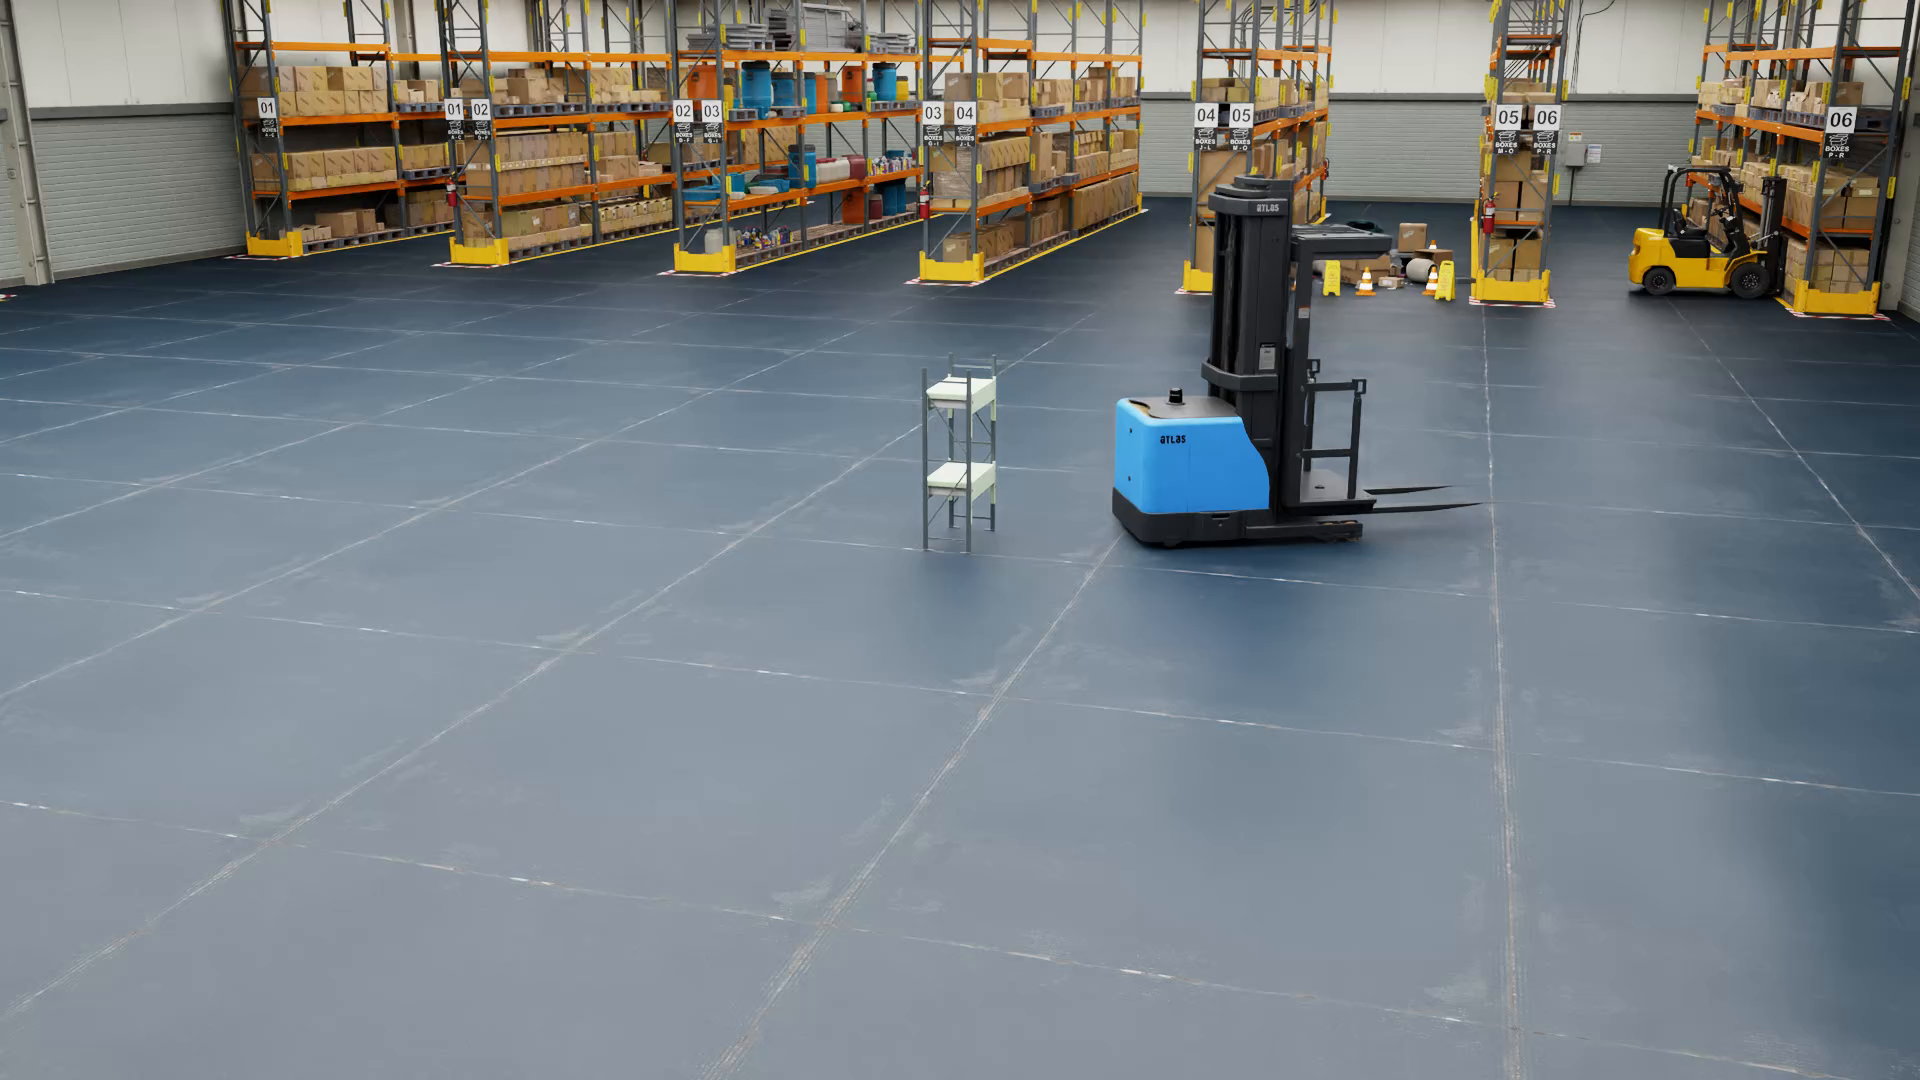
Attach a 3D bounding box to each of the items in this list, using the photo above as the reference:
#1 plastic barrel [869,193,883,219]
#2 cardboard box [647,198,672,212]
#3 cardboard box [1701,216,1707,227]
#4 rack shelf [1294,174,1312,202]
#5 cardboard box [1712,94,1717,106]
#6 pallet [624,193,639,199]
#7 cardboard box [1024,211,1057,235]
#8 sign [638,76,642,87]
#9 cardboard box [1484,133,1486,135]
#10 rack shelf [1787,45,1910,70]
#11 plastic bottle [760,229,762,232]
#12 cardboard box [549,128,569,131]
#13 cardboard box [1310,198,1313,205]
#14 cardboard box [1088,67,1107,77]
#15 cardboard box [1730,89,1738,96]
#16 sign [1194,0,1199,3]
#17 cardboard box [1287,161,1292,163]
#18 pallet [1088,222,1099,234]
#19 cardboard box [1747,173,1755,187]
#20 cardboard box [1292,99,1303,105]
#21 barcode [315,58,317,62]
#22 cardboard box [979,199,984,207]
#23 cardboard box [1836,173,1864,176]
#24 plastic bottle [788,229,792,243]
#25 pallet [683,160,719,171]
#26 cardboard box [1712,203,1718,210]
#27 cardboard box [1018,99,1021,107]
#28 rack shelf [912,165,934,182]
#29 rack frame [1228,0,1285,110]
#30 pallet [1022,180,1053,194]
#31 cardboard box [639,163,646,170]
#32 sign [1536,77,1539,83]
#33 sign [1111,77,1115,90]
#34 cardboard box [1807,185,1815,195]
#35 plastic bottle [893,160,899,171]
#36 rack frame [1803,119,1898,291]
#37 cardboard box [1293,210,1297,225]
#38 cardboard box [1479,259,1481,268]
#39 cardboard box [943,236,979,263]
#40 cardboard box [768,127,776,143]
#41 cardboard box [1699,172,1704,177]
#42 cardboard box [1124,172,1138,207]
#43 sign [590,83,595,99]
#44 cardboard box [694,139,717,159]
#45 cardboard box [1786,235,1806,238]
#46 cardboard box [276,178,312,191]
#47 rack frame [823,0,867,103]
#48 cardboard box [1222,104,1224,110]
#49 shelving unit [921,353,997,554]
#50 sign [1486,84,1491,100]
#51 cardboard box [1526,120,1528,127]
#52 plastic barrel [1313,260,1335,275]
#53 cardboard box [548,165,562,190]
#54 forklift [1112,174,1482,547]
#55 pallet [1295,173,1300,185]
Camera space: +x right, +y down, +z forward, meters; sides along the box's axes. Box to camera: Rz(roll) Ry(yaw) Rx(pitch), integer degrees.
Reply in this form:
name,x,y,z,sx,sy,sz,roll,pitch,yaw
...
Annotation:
name,x,y,z,sx,sy,sz,roll,pitch,yaw
plastic barrel,-2.209,-8.220,40.961,0.600,0.588,0.708,5,16,16
cardboard box,-7.313,-8.131,40.240,0.500,0.311,0.500,5,17,17
cardboard box,17.473,-7.411,38.703,0.396,0.266,0.258,5,17,18
rack shelf,7.391,-8.135,38.331,1.077,0.370,4.000,5,16,16
cardboard box,17.529,-10.059,38.030,0.500,0.250,0.500,4,16,14
pallet,-10.030,-10.057,48.901,1.003,0.211,1.213,5,16,16
cardboard box,1.780,-7.055,36.980,0.700,0.500,0.500,3,16,11
sign,-9.361,-13.399,48.599,0.100,0.325,0.005,5,16,16
cardboard box,12.604,-9.321,39.178,0.500,0.500,0.500,4,16,15
rack shelf,14.653,-7.994,27.574,1.077,0.370,4.000,5,16,16
plastic bottle,-4.300,-6.556,35.640,0.097,0.271,0.097,0,16,0
cardboard box,-10.902,-10.987,44.930,0.500,0.250,0.500,5,17,17
cardboard box,8.619,-8.463,41.533,0.380,0.149,0.250,5,17,17
cardboard box,3.507,-11.763,41.796,0.500,0.250,0.500,4,16,12
cardboard box,16.608,-9.527,35.385,0.380,0.149,0.250,5,17,16
sign,4.033,-9.284,28.214,0.100,0.325,0.005,5,16,16
cardboard box,7.153,-8.293,36.715,0.380,0.149,0.250,5,17,18
pallet,2.741,-7.546,40.046,1.003,0.211,1.213,5,16,16
cardboard box,15.688,-7.021,32.445,0.500,0.250,0.500,4,16,14
cardboard box,7.241,-9.578,36.419,0.500,0.500,0.500,5,16,16
barcode,-14.095,-10.501,36.378,0.001,0.075,0.075,5,16,16
cardboard box,0.222,-6.275,30.916,0.380,0.149,0.250,5,16,16
cardboard box,14.688,-5.968,27.458,0.380,0.149,0.250,5,17,18
plastic bottle,-3.610,-6.460,35.279,0.061,0.283,0.133,5,17,19
pallet,-6.852,-9.555,42.370,1.003,0.211,1.213,5,16,16
cardboard box,17.138,-7.501,37.401,0.380,0.149,0.250,5,17,19
cardboard box,0.992,-8.642,32.849,0.380,0.149,0.250,4,16,13
rack shelf,-0.947,-9.977,44.824,1.077,0.370,4.000,5,16,16
rack frame,5.686,-9.797,31.880,1.000,3.000,0.127,5,16,16
pallet,1.316,-7.419,34.839,1.003,0.211,1.213,5,16,16
cardboard box,-7.840,-8.876,39.789,0.500,0.311,0.500,4,16,15
sign,13.258,-10.450,38.155,0.100,0.325,0.005,5,16,16
sign,3.756,-11.219,40.865,0.100,0.325,0.005,5,16,16
cardboard box,13.958,-5.665,26.933,0.380,0.149,0.250,5,17,17
plastic bottle,-1.603,-9.349,41.520,0.152,0.276,0.135,5,16,16
rack frame,14.084,-5.123,26.395,1.000,3.000,0.127,5,16,16
cardboard box,7.269,-7.122,37.255,0.500,0.500,0.500,4,16,14
cardboard box,9.594,-4.891,29.846,0.500,0.250,0.500,4,16,14
cardboard box,0.016,-5.437,31.314,0.500,0.500,0.500,8,18,26
cardboard box,-5.421,-11.220,45.873,0.500,0.500,0.500,5,17,18
cardboard box,17.806,-8.720,39.536,0.380,0.149,0.250,5,17,17
cardboard box,4.265,-9.468,44.837,0.875,0.875,0.875,5,16,16
sign,-8.005,-9.779,36.219,0.100,0.325,0.005,5,16,16
cardboard box,-6.747,-10.143,43.140,0.700,0.500,0.500,7,17,25
cardboard box,14.497,-5.164,28.975,0.500,0.250,0.500,5,17,18
cardboard box,-13.981,-7.469,34.902,0.500,0.250,0.500,4,16,14
rack frame,-2.652,-11.639,38.373,1.000,3.000,0.127,5,16,16
cardboard box,4.464,-7.683,29.432,0.380,0.149,0.250,5,17,17
shelving unit,-0.002,-0.720,13.619,0.431,1.500,0.755,5,16,16
sign,11.068,-9.375,34.797,0.100,0.325,0.005,5,16,16
cardboard box,9.945,-7.170,28.574,0.380,0.149,0.250,4,16,14
plastic barrel,6.835,-5.256,31.584,0.421,0.421,0.512,-10,19,-32
cardboard box,-8.947,-7.754,35.485,0.700,0.500,0.500,5,17,17
forklift,2.882,-1.527,13.842,3.031,2.935,1.130,-3,16,-10
pallet,6.924,-8.060,37.101,1.213,0.211,1.003,5,16,16
